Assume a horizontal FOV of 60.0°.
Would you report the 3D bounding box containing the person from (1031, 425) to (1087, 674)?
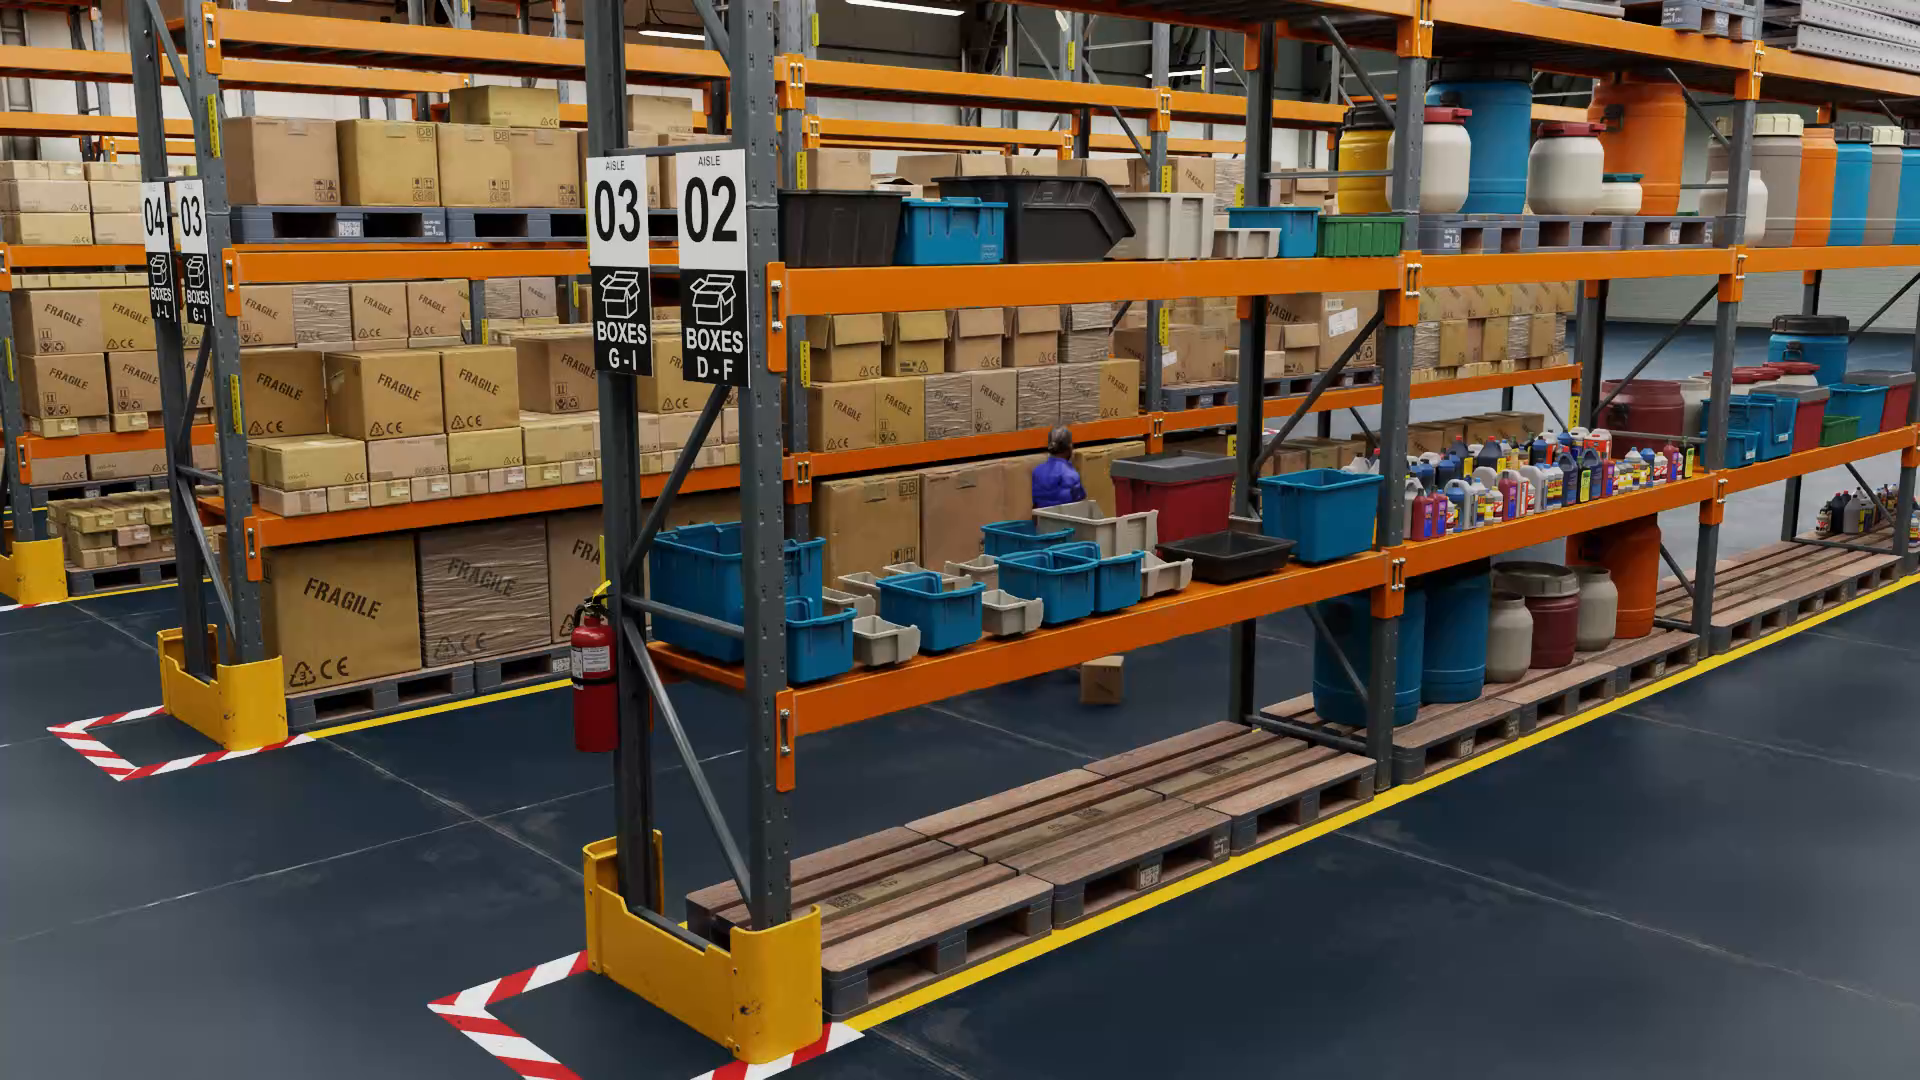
[{"bbox_3d":[0.625,0.108,10.968,0.540,1.711,0.572,-9,14,-38],"label":"person"}]
